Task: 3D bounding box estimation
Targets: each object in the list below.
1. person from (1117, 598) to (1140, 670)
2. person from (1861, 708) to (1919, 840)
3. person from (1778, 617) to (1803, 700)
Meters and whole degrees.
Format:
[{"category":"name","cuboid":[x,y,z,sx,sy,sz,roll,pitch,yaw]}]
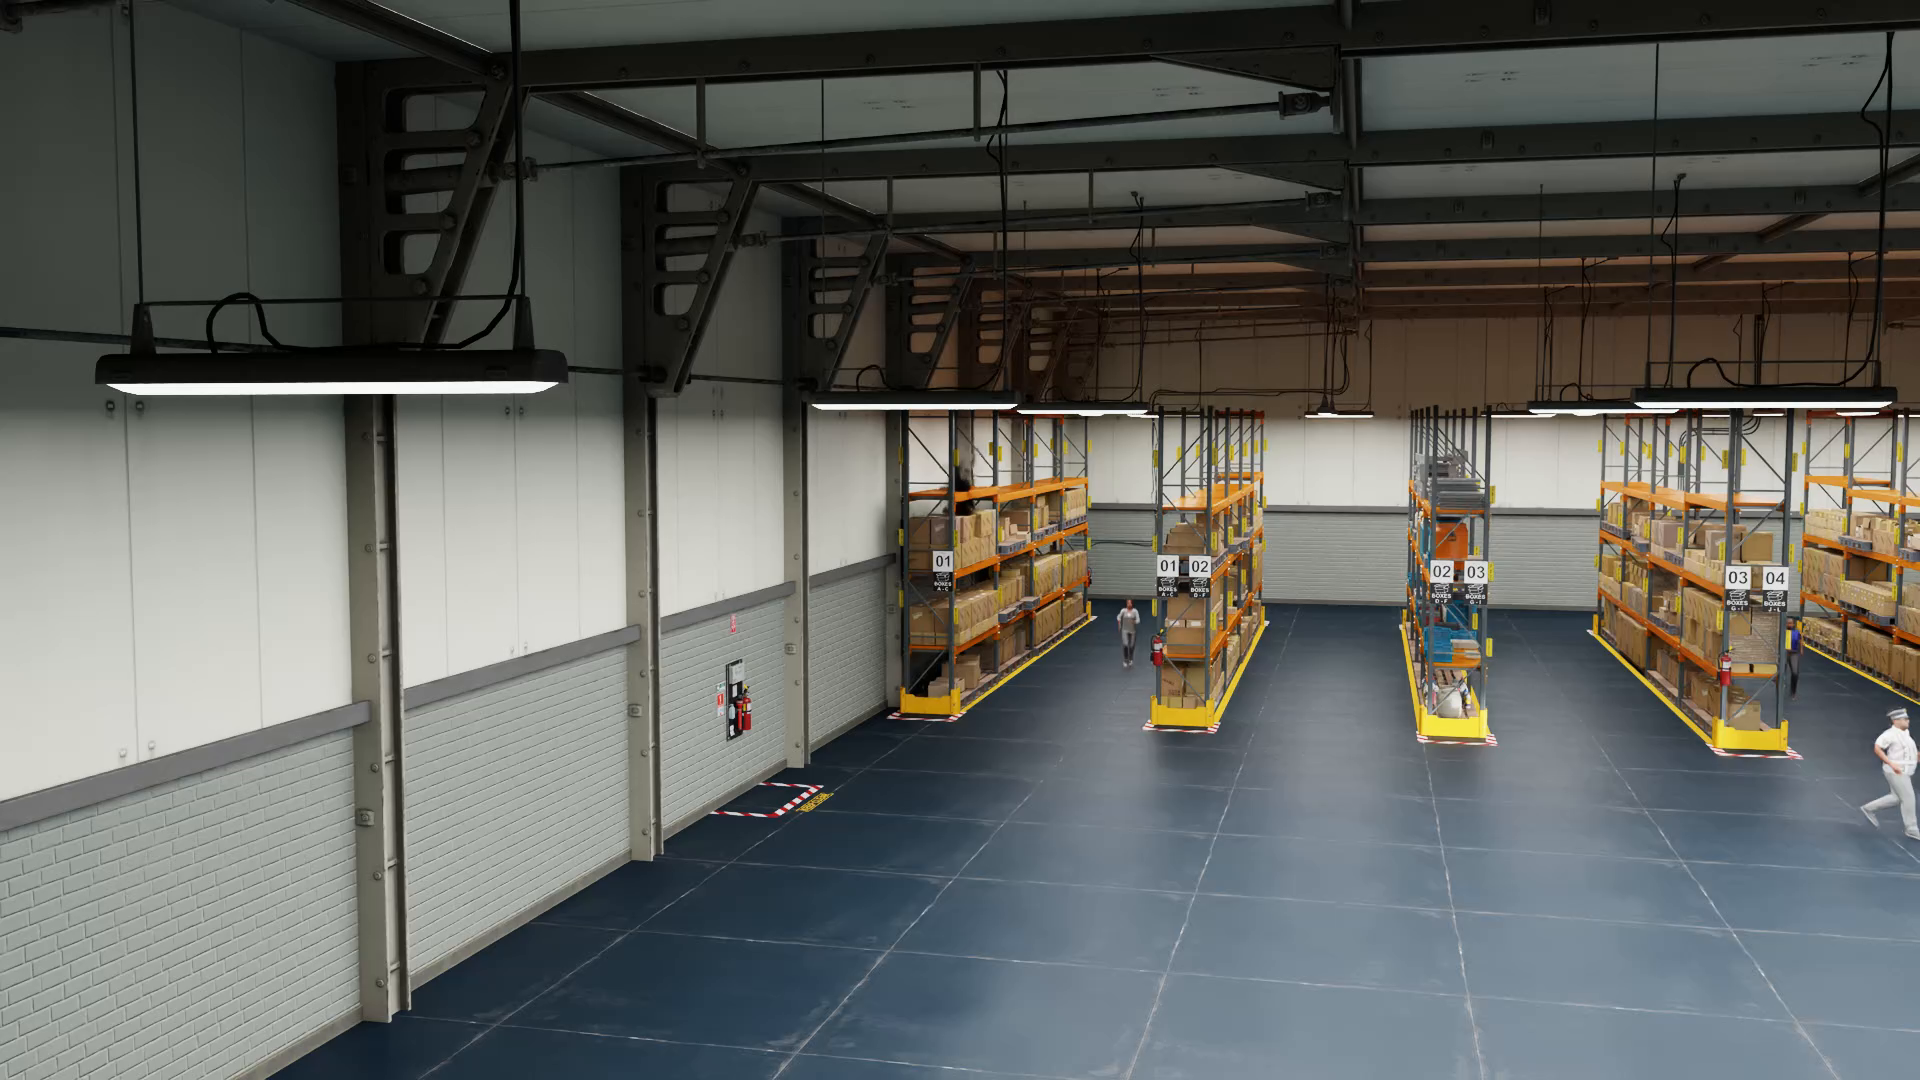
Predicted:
[{"category":"person","cuboid":[3.899,2.167,38.429,0.503,1.639,0.703,0,4,1]},{"category":"person","cuboid":[12.901,3.185,22.866,0.911,1.771,0.672,4,6,44]},{"category":"person","cuboid":[17.095,2.457,34.294,0.589,1.735,0.747,1,4,10]}]
